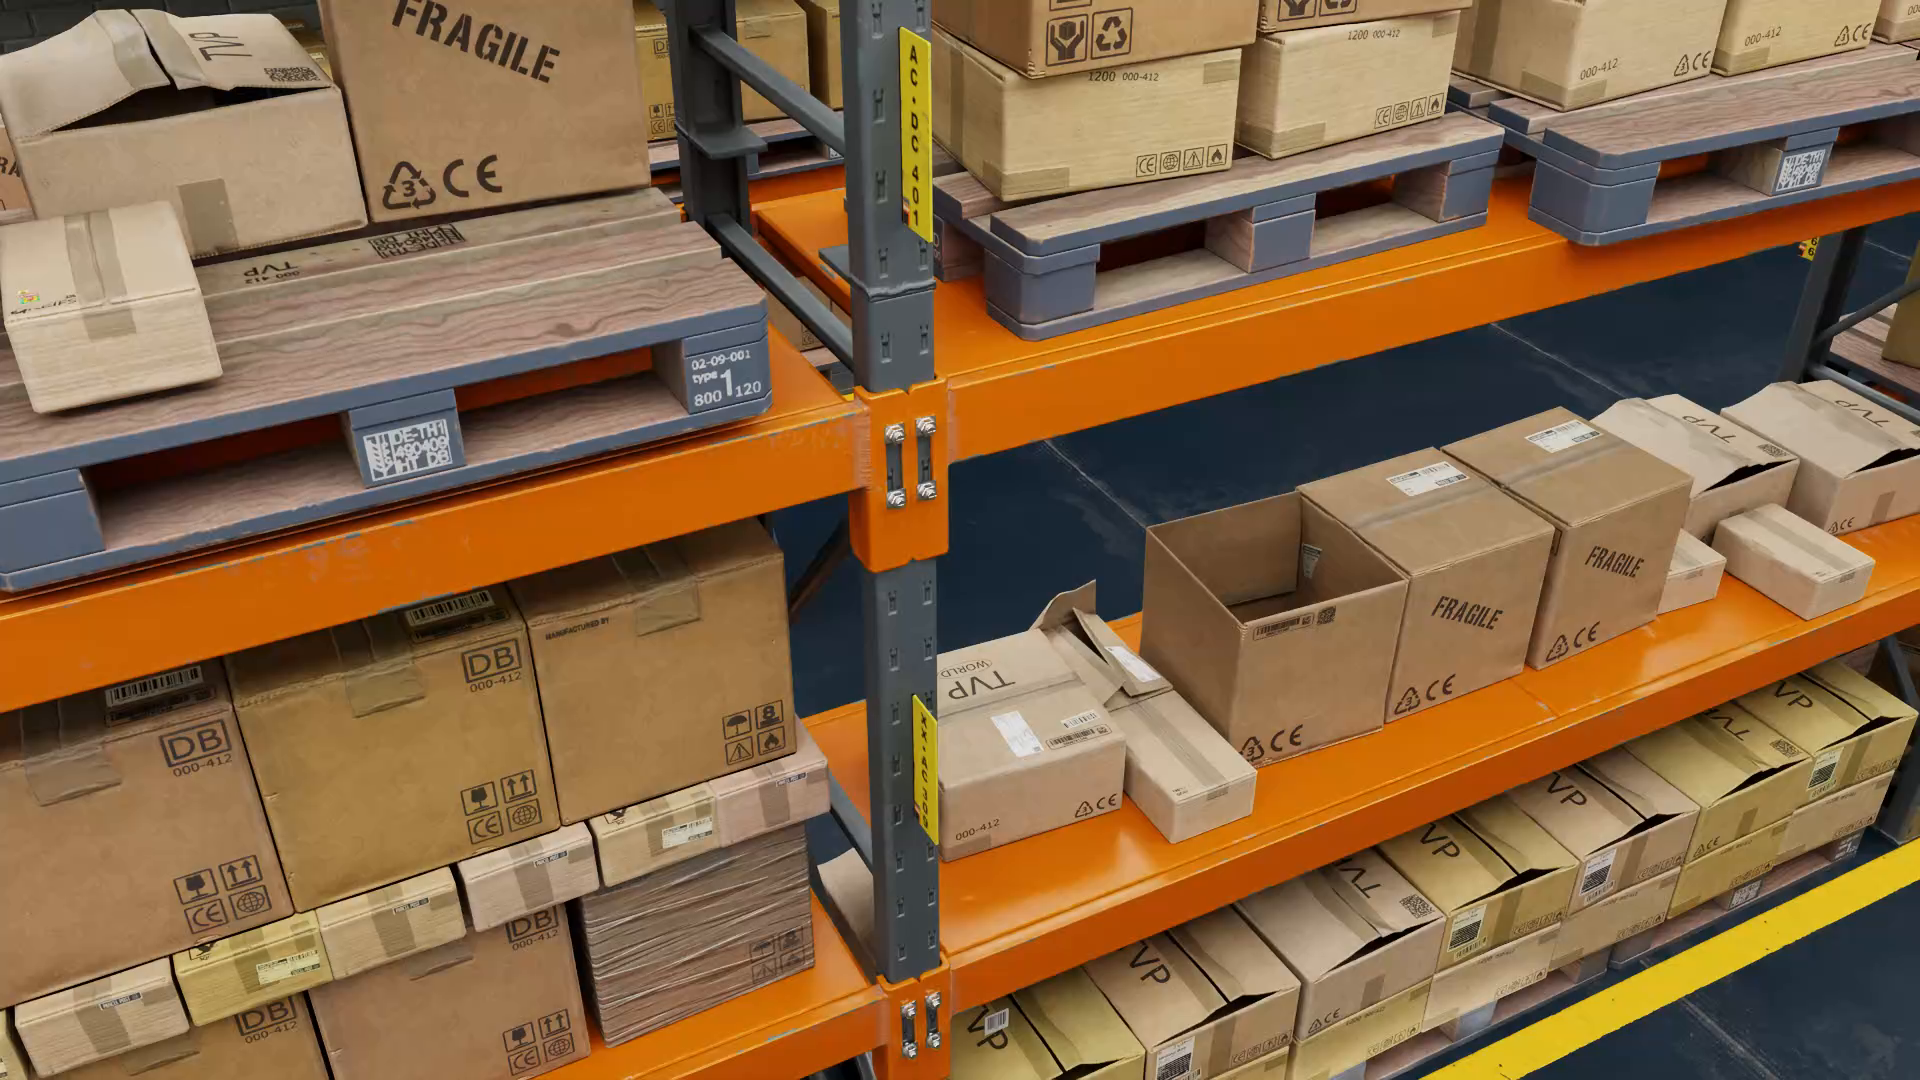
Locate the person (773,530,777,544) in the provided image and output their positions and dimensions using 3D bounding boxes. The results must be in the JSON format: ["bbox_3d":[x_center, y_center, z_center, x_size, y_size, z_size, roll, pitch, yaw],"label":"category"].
[{"bbox_3d":[-1.001,-0.392,6.731,0.628,1.759,0.461,-17,37,-24],"label":"person"}]
